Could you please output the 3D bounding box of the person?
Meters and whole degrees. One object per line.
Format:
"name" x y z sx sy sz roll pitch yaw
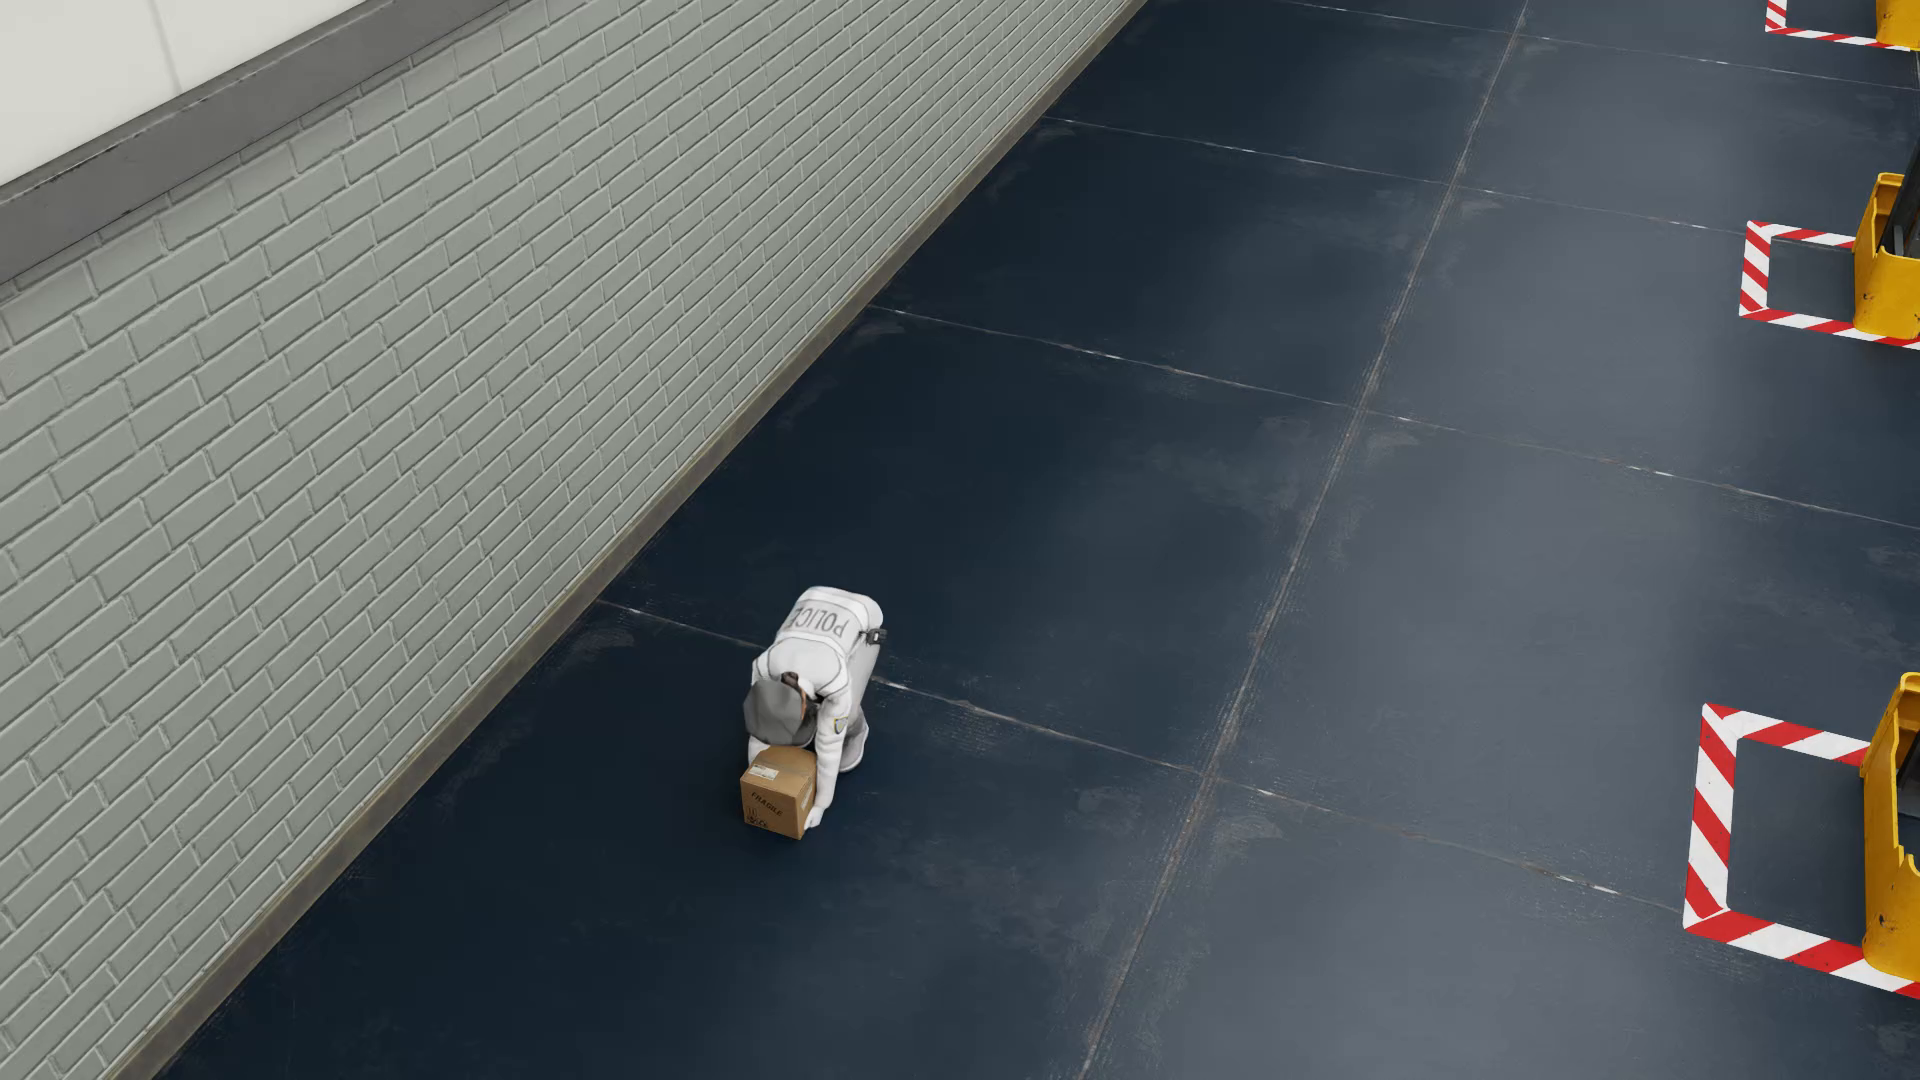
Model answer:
"person" -0.601 0.645 6.742 0.452 0.769 0.913 13 40 16
